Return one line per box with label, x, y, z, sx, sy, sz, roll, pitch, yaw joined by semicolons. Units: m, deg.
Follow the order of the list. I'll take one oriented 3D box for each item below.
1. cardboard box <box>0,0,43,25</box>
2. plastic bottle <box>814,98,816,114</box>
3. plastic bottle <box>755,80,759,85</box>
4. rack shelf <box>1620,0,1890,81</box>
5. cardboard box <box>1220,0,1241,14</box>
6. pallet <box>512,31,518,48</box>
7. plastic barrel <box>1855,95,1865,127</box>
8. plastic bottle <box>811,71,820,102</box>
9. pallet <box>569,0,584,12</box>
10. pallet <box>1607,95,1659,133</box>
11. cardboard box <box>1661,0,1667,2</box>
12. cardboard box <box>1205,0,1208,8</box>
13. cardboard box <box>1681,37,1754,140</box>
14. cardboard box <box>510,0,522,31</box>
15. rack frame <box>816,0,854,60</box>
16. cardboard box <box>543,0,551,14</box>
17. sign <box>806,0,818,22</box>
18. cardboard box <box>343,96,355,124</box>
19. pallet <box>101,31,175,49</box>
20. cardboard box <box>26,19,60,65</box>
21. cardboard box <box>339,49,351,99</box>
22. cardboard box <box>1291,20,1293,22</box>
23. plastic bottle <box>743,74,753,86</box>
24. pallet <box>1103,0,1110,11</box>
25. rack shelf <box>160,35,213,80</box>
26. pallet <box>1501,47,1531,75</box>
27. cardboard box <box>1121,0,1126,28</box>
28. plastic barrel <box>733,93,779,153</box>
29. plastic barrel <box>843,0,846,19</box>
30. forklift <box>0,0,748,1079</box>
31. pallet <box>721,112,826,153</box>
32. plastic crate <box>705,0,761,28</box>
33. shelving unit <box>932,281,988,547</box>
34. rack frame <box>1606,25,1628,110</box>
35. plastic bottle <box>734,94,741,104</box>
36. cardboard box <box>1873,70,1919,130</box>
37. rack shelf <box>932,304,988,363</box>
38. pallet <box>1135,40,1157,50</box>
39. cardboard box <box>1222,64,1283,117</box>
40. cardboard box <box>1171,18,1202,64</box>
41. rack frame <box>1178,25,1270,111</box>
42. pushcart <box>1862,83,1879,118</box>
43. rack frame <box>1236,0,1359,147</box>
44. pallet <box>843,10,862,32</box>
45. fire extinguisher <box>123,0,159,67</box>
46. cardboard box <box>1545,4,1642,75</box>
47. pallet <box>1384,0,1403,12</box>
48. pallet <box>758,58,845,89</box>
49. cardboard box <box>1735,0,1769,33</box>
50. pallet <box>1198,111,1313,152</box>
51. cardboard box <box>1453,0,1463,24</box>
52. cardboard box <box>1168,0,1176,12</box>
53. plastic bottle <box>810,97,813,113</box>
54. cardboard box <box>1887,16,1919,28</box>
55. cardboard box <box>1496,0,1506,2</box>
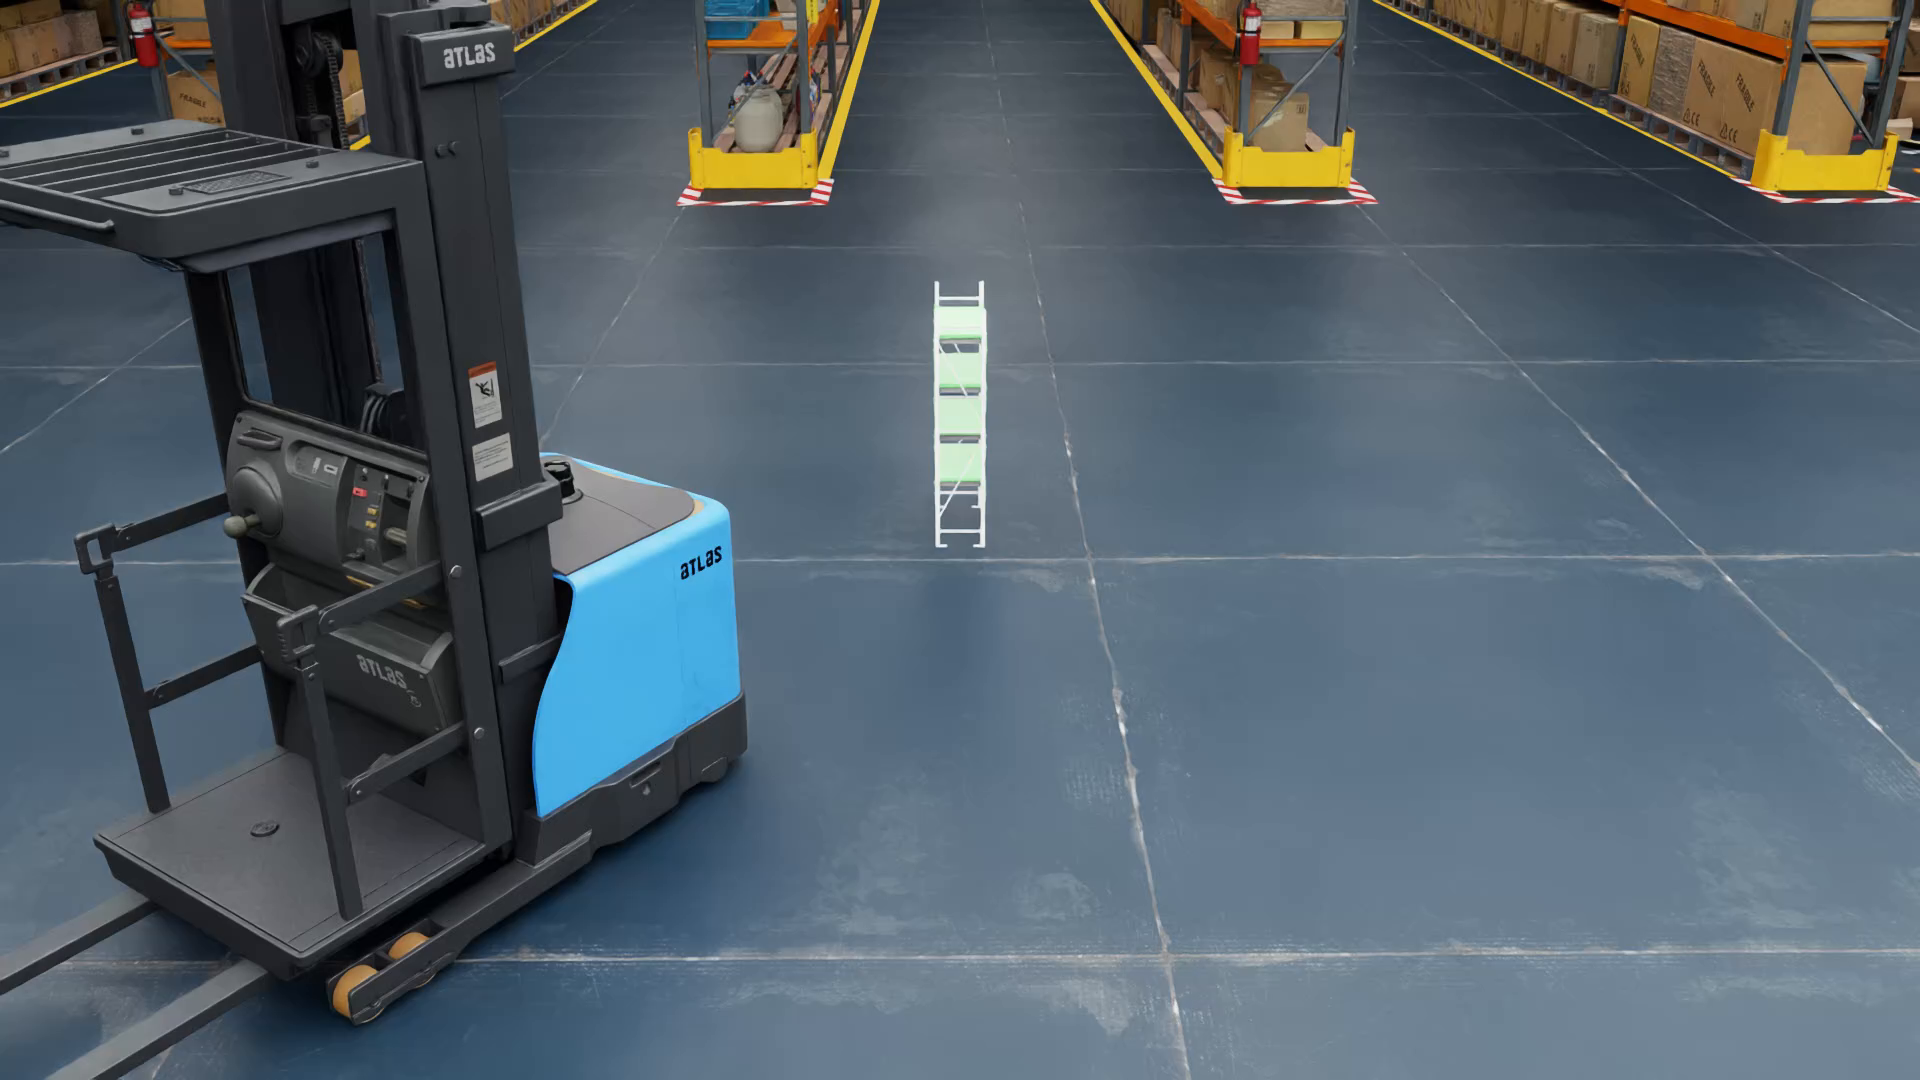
cardboard box;-11.858;-6.596;20.783;0.500;0.250;0.500;0;24;-1
plastic bottle;-1.595;-4.666;17.789;0.097;0.201;0.097;0;24;0
plastic bottle;-2.206;-4.896;18.212;0.097;0.271;0.097;0;24;0
rack shelf;8.013;-5.183;16.944;1.077;0.370;4.000;0;24;-1
cardboard box;2.970;-5.320;15.890;0.875;0.500;0.500;0;24;-1
pallet;-6.889;-6.997;23.465;1.003;0.211;1.213;0;24;-1
plastic barrel;9.537;-4.701;18.130;0.512;0.421;0.421;19;30;35
plastic bottle;-1.625;-4.983;18.308;0.144;0.351;0.185;-1;24;-3
pallet;-6.986;-9.124;28.169;1.003;0.211;1.213;0;24;-1
pallet;7.921;-4.751;18.499;1.003;0.211;1.213;0;24;-1
cardboard box;8.036;-6.025;17.750;0.875;0.550;0.550;0;24;-1
cardboard box;2.770;-5.635;17.375;0.380;0.149;0.250;0;24;-1
cardboard box;7.949;-4.552;16.743;0.875;0.875;0.875;-1;24;-1
cardboard box;-6.650;-7.633;23.986;0.500;0.500;0.500;-1;24;-1
rack frame;-1.966;-7.981;22.256;1.000;3.000;0.127;0;24;-1
cardboard box;-6.671;-8.468;25.832;0.500;0.500;0.500;0;24;-1
sign;-1.329;-4.811;14.911;0.100;0.325;0.005;0;24;-1
cardboard box;-6.630;-4.442;17.259;0.500;0.250;0.500;0;24;-1
pallet;-11.806;-6.991;23.451;1.003;0.211;1.213;0;24;-1
cardboard box;-11.889;-6.284;21.003;0.700;0.500;0.500;0;24;-1
cardboard box;-6.629;-4.784;17.104;0.500;0.500;0.500;0;24;-1
cardboard box;3.338;-4.917;15.786;0.380;0.149;0.250;0;24;-1
plastic bottle;-2.327;-4.914;18.155;0.144;0.351;0.185;-1;24;-3
pallet;2.997;-9.198;28.332;1.003;0.211;1.213;0;24;-1
rack shelf;-6.854;-5.160;16.891;1.077;0.370;4.000;0;24;-1
pallet;7.881;-6.388;22.118;1.003;0.211;1.213;0;24;-1
cardboard box;2.998;-7.878;24.097;1.225;0.875;0.875;0;24;0
plastic barrel;-1.962;-4.013;15.992;0.421;0.512;0.421;0;24;0
plastic barrel;-2.013;-8.348;25.105;0.600;0.901;0.708;0;24;-1
forklift;-2.057;-0.103;4.920;1.130;2.935;3.031;16;29;31
pallet;-1.941;-4.281;17.459;1.003;0.211;1.213;0;24;-1
plastic crate;-2.185;-5.089;16.042;0.499;0.251;0.408;0;24;-1
shelving unit;-0.002;-0.615;8.154;0.258;1.200;0.503;0;24;-1
rack frame;7.991;-6.335;18.618;1.000;3.000;0.127;0;24;-1
plastic bottle;-2.313;-4.502;17.336;0.152;0.276;0.135;0;24;0
cardboard box;10.414;-4.773;18.028;0.797;0.637;0.503;0;24;-1
rack shelf;-0.002;-0.994;7.982;0.258;0.148;0.480;0;24;-1
pallet;3.053;-7.058;23.598;1.003;0.211;1.213;0;24;-1
cardboard box;3.094;-4.751;17.638;0.500;0.500;0.500;-2;24;-5
cardboard box;3.046;-6.326;21.097;0.700;0.500;0.500;2;24;4
rack frame;3.030;-6.355;18.660;1.000;3.000;0.127;0;24;-1
pushcart;10.660;-5.174;19.231;1.648;0.377;0.936;-9;26;-19
rack frame;3.074;-4.706;15.016;1.000;3.000;0.127;0;24;-1
pallet;-2.043;-8.040;25.771;1.003;0.211;1.213;0;24;-1
fire extinguisher;-7.295;-4.577;14.825;0.296;0.674;0.183;0;24;-1
cardboard box;7.888;-6.155;20.438;1.050;0.750;0.750;0;24;-1
pallet;7.845;-9.142;28.207;1.003;0.211;1.213;0;24;-1
pallet;-1.986;-5.889;21.015;1.003;0.211;1.213;0;24;-1
cardboard box;7.957;-5.135;15.781;0.875;0.550;0.550;0;24;-1
pallet;3.089;-4.304;17.509;1.003;0.211;1.213;0;24;-1
cardboard box;7.673;-7.945;24.700;0.500;0.500;0.500;0;24;0
cardboard box;3.024;-7.130;21.965;0.500;0.250;0.500;1;24;2
plastic bottle;-1.591;-4.531;17.406;0.097;0.271;0.097;0;24;0
cardboard box;12.892;-6.809;22.343;0.950;0.372;0.625;-2;24;-4
cardboard box;7.678;-7.658;23.157;0.500;0.250;0.500;-1;24;-2
